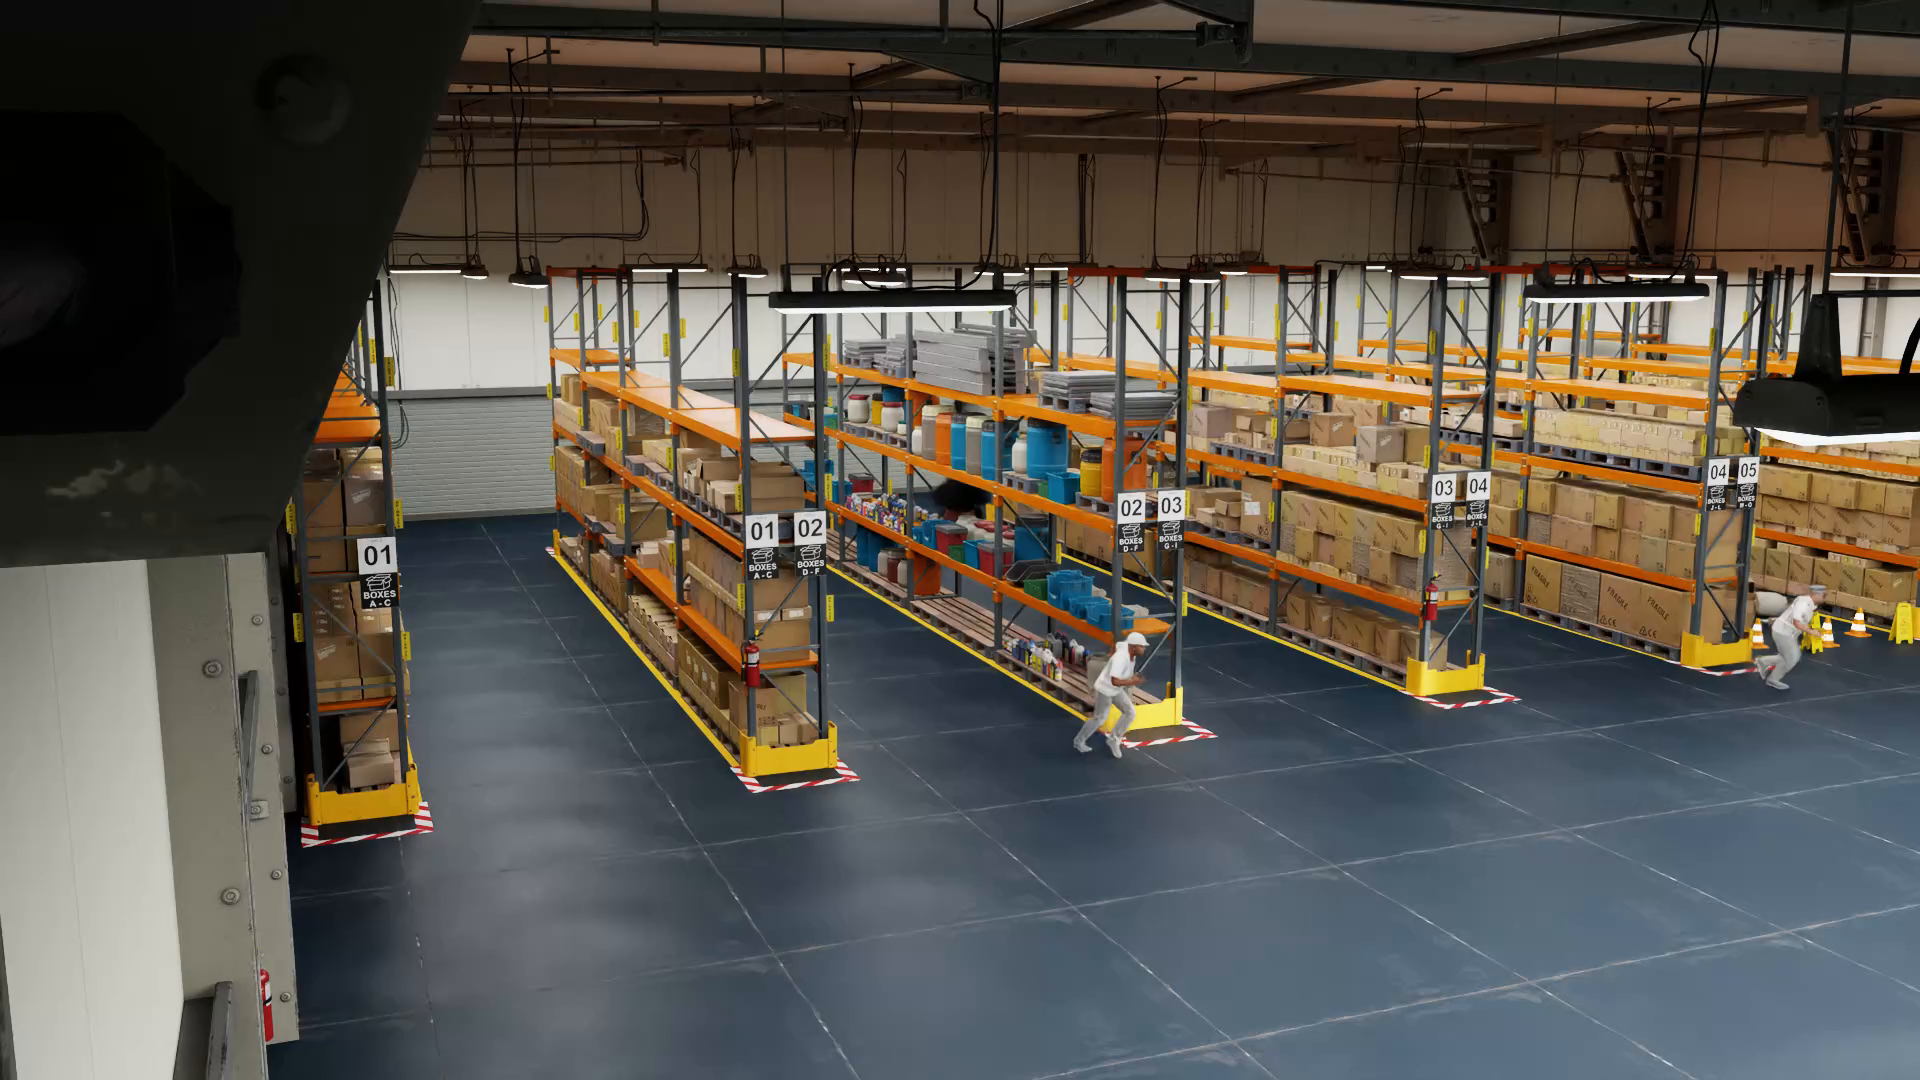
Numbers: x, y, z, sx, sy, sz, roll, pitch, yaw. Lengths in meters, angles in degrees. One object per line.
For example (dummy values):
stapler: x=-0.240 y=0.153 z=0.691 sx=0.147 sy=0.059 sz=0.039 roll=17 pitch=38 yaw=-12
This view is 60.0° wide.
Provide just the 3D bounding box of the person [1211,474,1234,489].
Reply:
person: x=6.778 y=-1.954 z=42.903 sx=0.636 sy=1.800 sz=0.801 roll=9 pitch=14 yaw=43

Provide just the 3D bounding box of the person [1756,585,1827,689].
person: x=12.095 y=1.388 z=24.212 sx=0.868 sy=1.566 sz=0.685 roll=6 pitch=12 yaw=31

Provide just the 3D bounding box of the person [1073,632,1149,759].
person: x=1.902 y=1.944 z=20.903 sx=0.968 sy=1.670 sz=0.743 roll=4 pitch=11 yaw=22
